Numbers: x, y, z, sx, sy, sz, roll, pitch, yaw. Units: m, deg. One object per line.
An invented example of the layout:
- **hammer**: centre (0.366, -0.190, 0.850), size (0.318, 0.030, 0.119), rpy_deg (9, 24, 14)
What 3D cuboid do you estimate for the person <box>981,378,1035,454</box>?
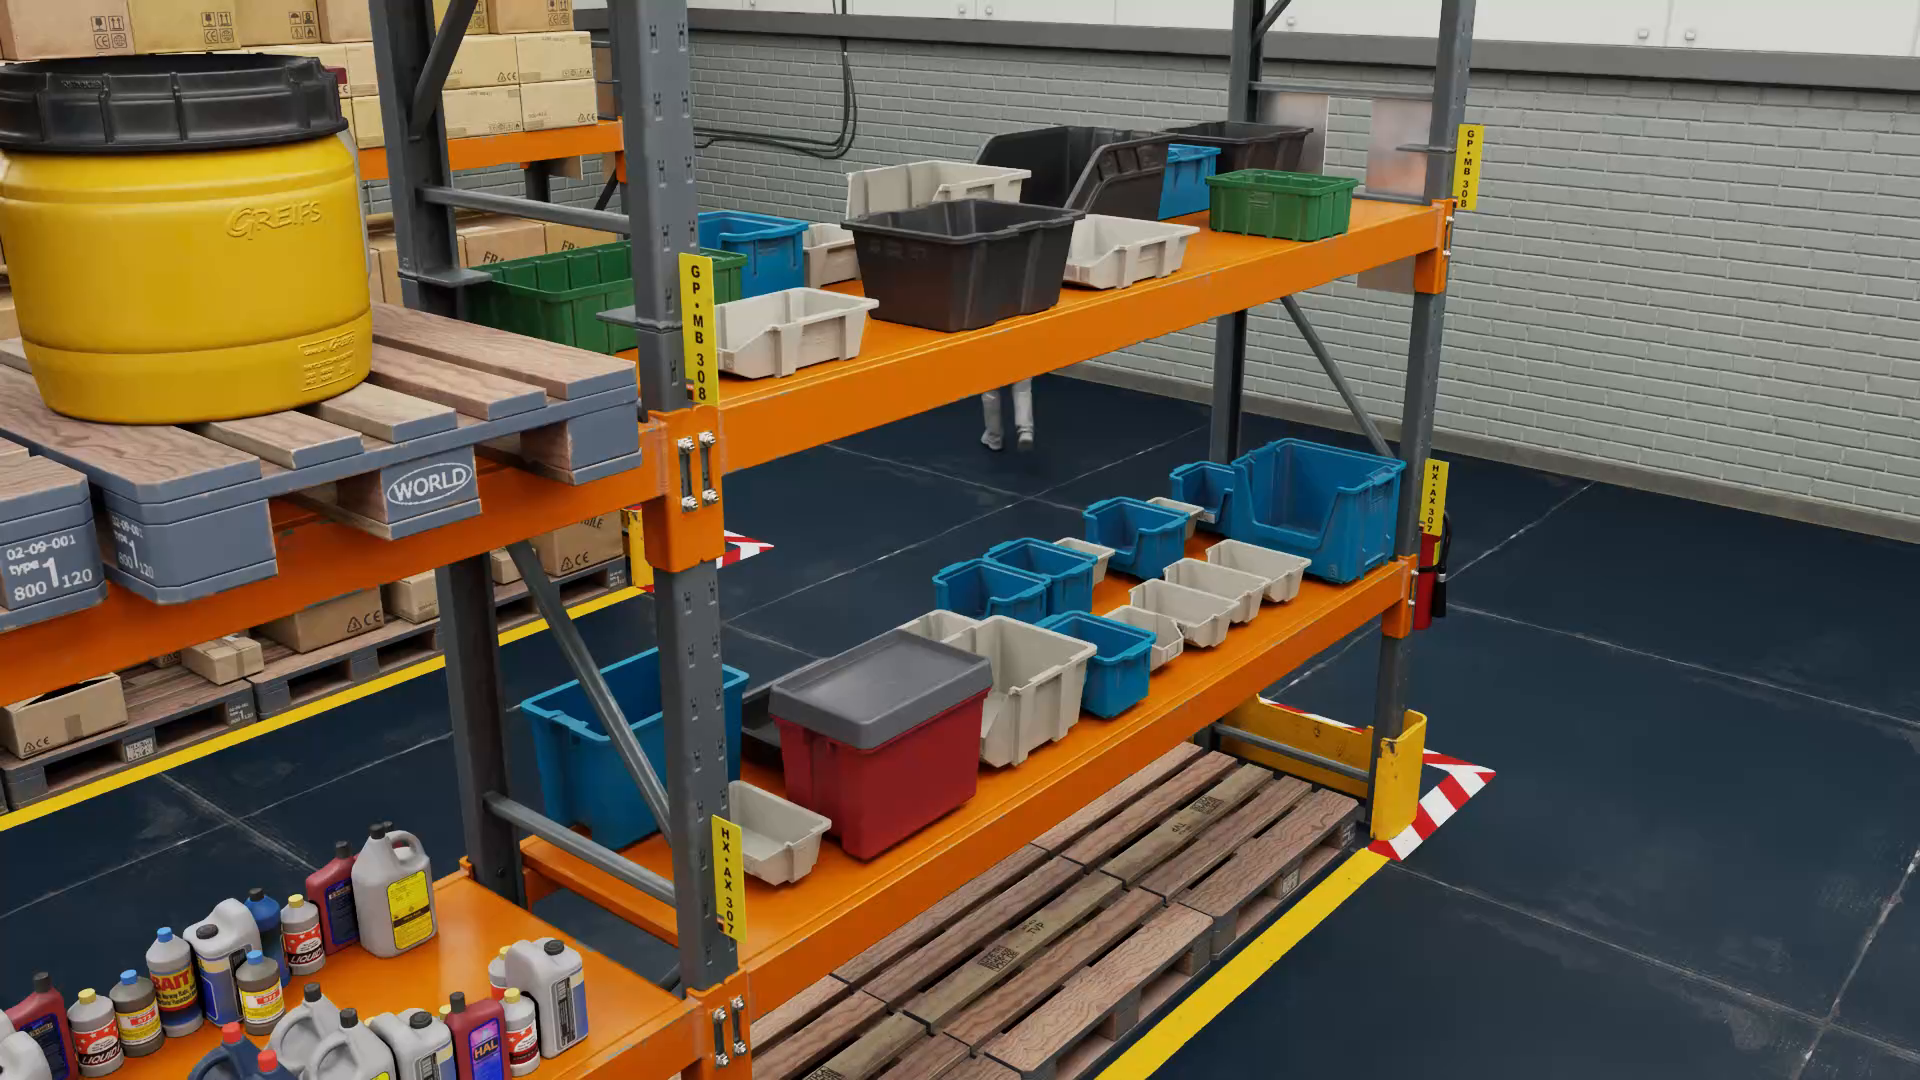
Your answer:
- **person**: centre (0.363, -1.482, 12.576), size (0.545, 1.747, 0.848), rpy_deg (-3, 20, -8)
